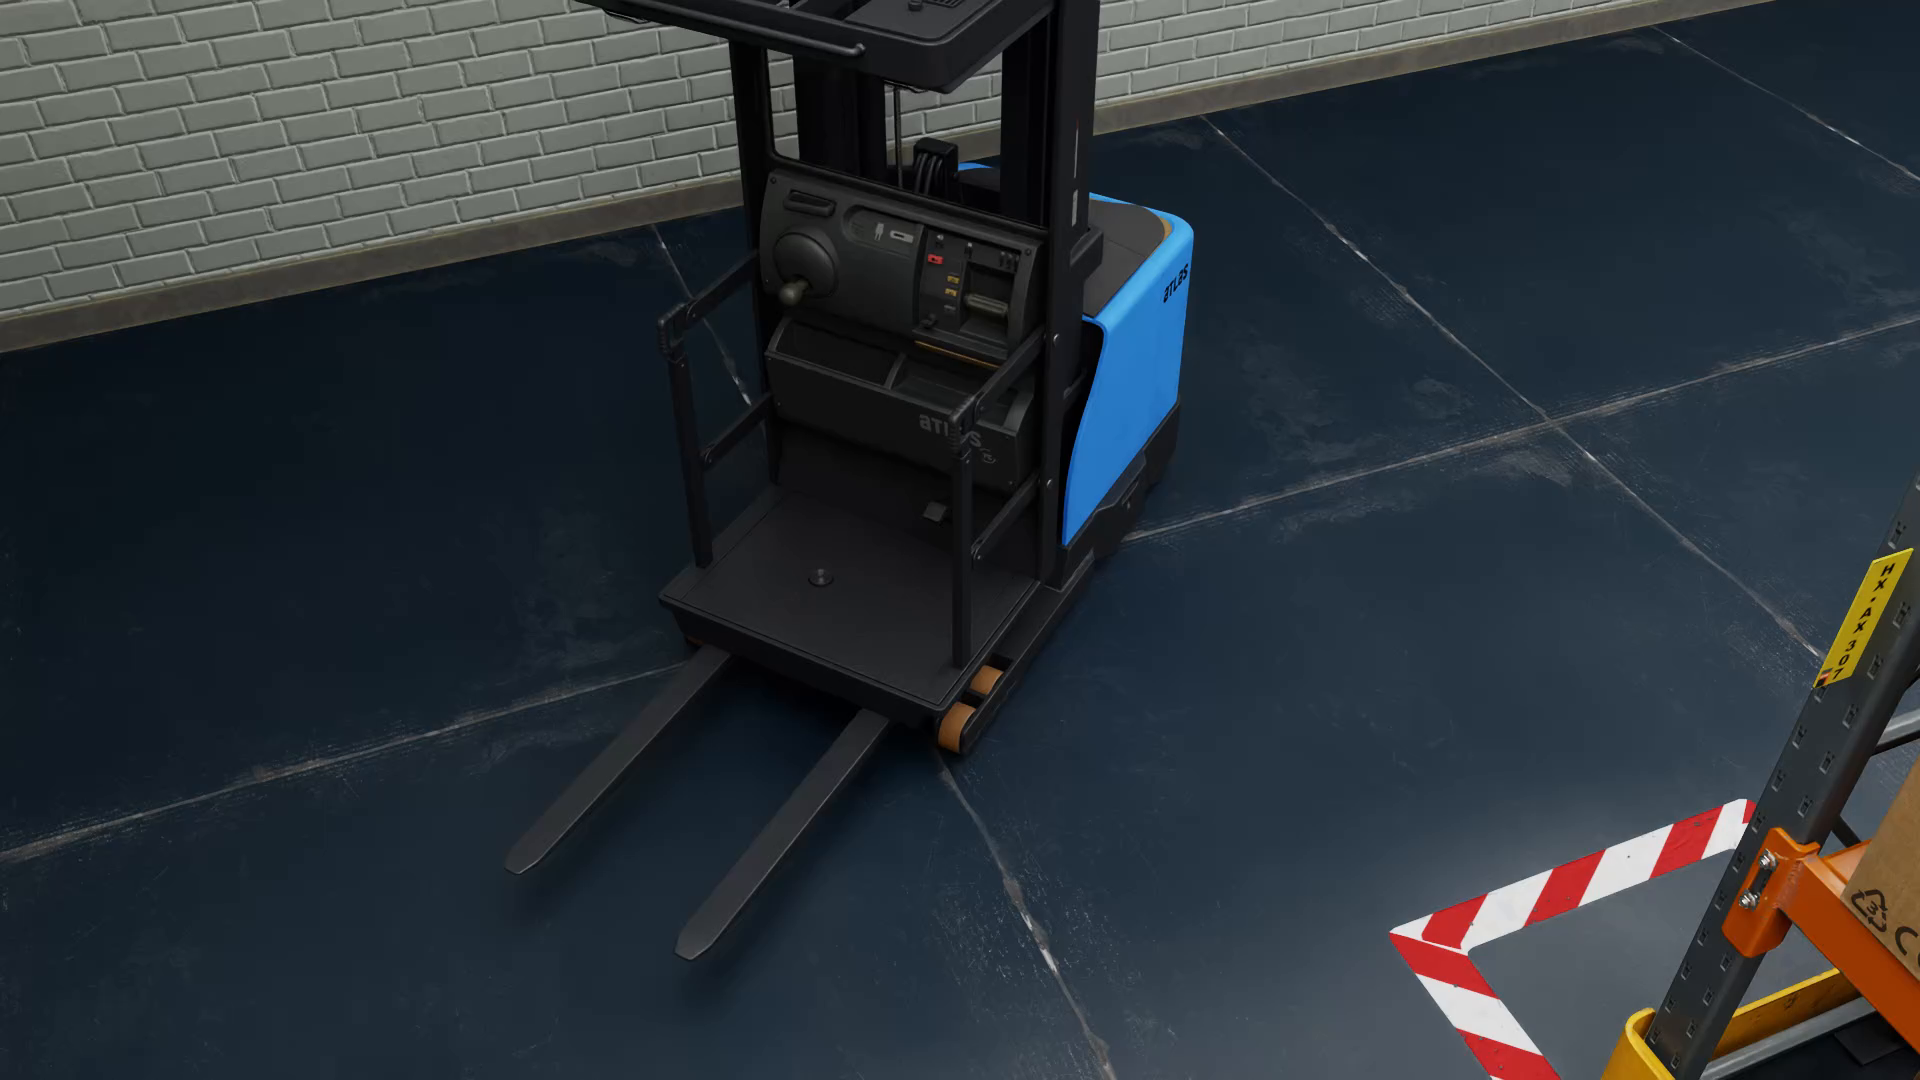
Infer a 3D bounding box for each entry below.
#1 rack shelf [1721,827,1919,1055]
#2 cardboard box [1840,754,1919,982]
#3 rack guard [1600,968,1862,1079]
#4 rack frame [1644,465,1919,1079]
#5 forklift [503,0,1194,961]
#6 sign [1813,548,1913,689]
[{"bbox_3d":[2.956,1.820,2.384,1.077,0.370,4.000,-15,43,-17],"label":"rack shelf"},{"bbox_3d":[2.117,0.638,3.131,0.500,0.500,0.500,-14,43,-16],"label":"cardboard box"},{"bbox_3d":[2.220,1.336,4.313,1.175,0.500,0.348,-15,43,-17],"label":"rack guard"},{"bbox_3d":[2.190,0.343,3.551,1.000,3.000,0.127,-15,43,-17],"label":"rack frame"},{"bbox_3d":[-0.301,-0.756,4.881,1.130,2.935,3.031,20,44,21],"label":"forklift"},{"bbox_3d":[1.689,0.150,3.111,0.100,0.325,0.005,-15,43,-17],"label":"sign"}]
